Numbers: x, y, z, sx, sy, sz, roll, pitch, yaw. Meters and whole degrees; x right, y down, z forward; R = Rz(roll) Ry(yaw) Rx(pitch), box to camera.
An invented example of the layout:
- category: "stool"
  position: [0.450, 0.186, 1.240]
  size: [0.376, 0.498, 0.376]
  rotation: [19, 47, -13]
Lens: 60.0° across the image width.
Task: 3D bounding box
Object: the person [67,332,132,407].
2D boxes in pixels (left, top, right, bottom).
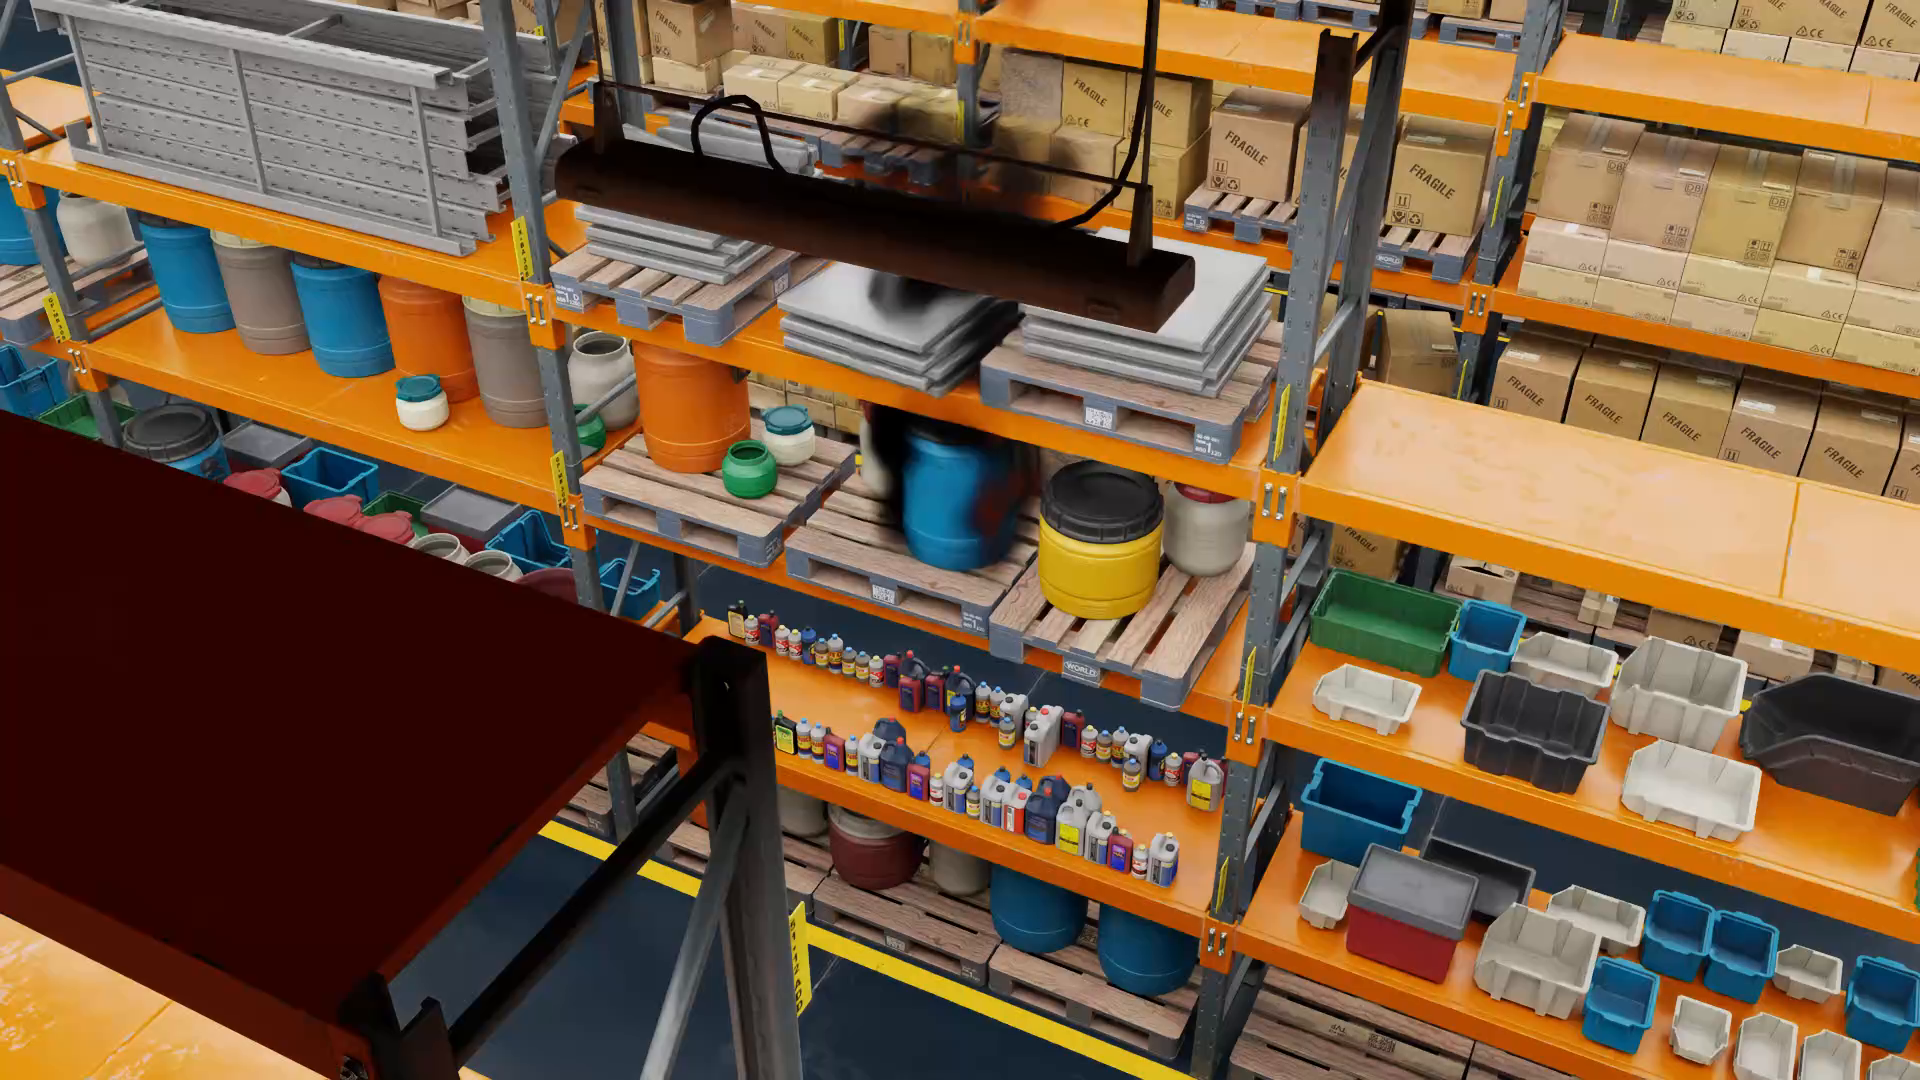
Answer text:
- category: "person"
  position: [-7.687, -1.640, 14.731]
  size: [0.556, 1.693, 0.703]
  rotation: [14, 37, 19]
